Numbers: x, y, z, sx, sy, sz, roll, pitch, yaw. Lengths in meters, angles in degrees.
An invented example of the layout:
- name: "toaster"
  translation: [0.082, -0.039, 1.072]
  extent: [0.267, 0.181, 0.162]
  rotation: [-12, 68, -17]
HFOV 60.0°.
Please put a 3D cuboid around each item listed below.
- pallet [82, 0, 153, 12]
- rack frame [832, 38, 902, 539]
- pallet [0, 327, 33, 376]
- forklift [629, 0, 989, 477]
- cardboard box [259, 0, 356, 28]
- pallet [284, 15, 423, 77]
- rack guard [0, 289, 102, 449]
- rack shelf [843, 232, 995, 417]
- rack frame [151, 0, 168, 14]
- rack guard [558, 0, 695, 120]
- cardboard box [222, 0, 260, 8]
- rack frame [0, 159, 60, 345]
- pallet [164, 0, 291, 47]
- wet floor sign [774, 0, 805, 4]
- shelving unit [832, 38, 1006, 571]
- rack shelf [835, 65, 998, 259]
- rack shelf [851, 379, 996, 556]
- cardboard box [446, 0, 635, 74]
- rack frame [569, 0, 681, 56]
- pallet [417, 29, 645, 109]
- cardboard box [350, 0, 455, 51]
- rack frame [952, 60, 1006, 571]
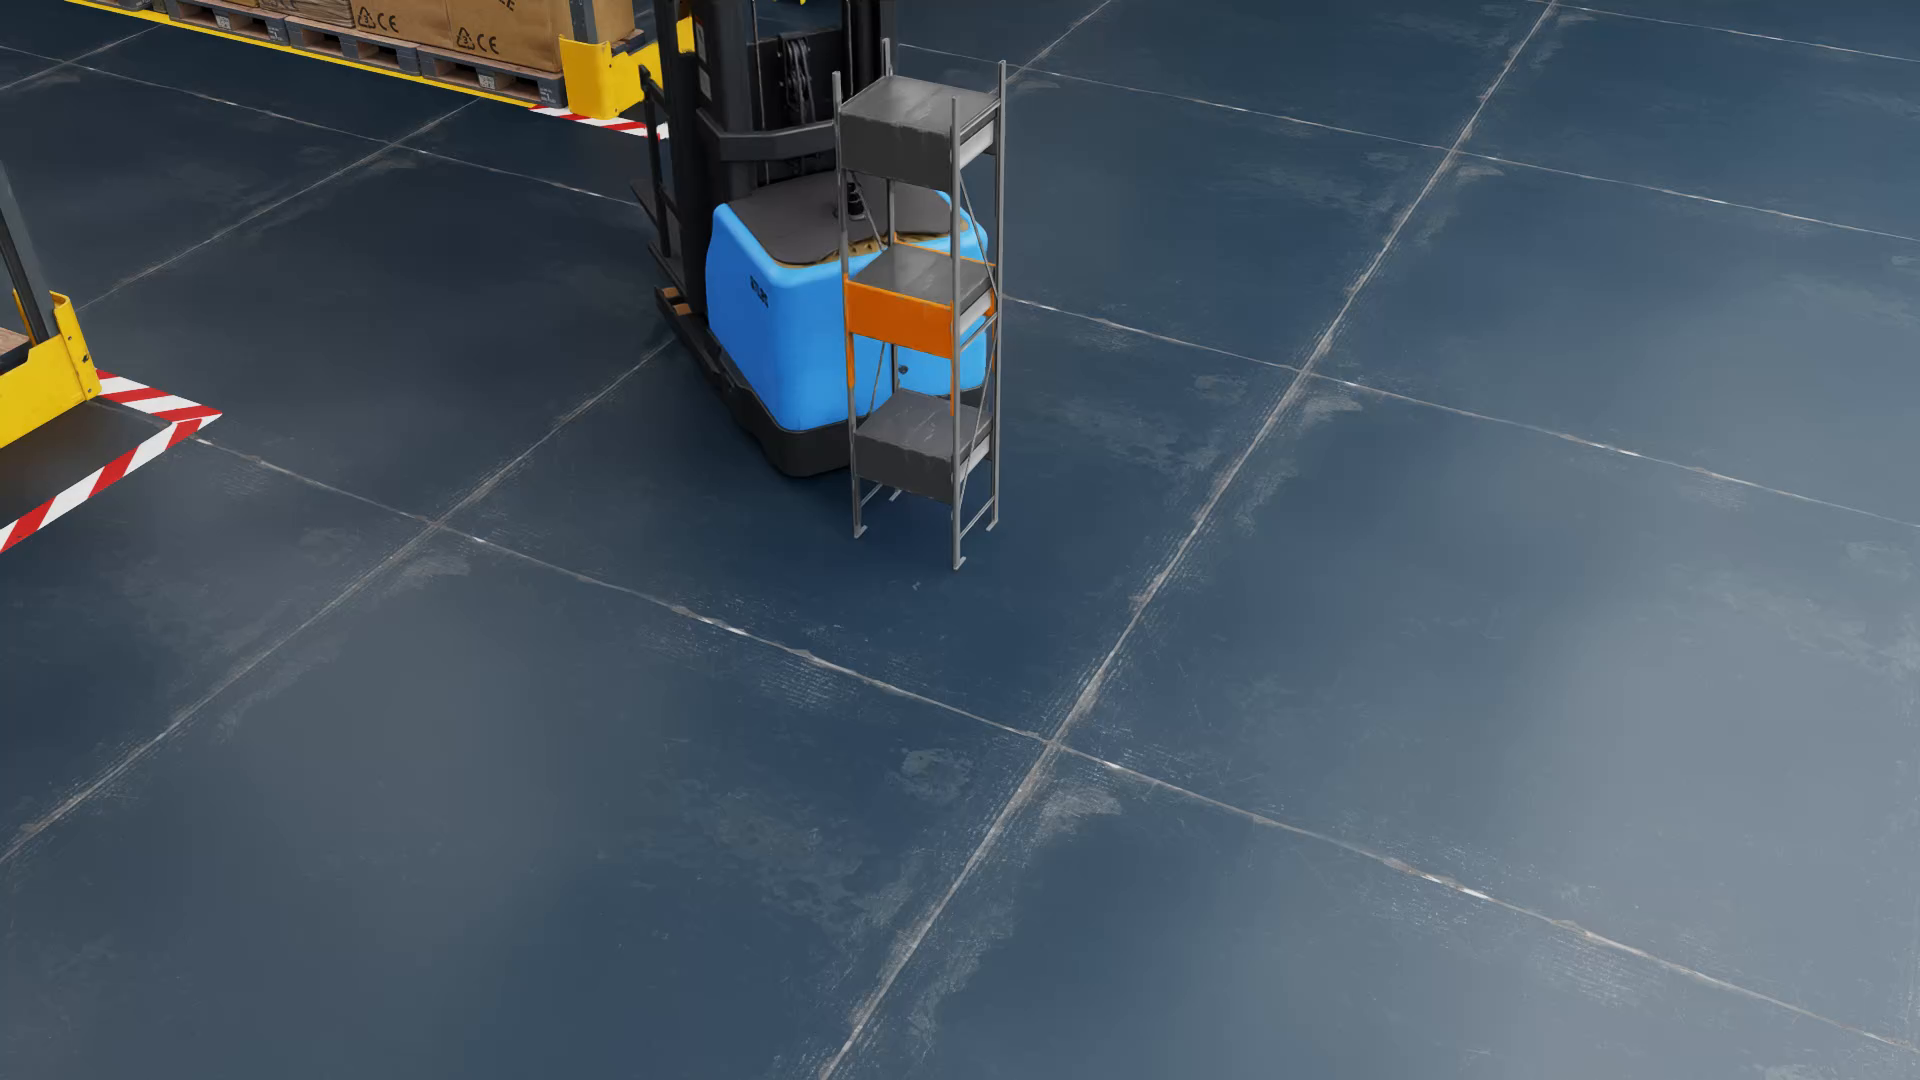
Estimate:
- name: "pallet"
  translation: [-6.476, -4.468, 12.962]
  extent: [1.213, 0.211, 1.003]
  rotation: [17, 41, 21]
- name: "rack frame"
  translation: [-0.364, -0.950, 6.765]
  extent: [0.015, 2.100, 0.400]
  rotation: [17, 41, 21]
- name: "pallet"
  translation: [-5.347, -0.813, 8.146]
  extent: [1.213, 0.211, 1.003]
  rotation: [17, 41, 21]
- name: "forklift"
  translation: [-0.955, -2.336, 7.903]
  extent: [1.130, 2.935, 3.031]
  rotation: [-16, 40, -20]
- name: "cardboard box"
  translation: [-4.428, -4.265, 11.797]
  extent: [0.875, 0.875, 0.875]
  rotation: [18, 41, 22]
- name: "pallet"
  translation: [-4.029, -3.702, 11.953]
  extent: [1.213, 0.211, 1.003]
  rotation: [17, 41, 21]
- name: "rack guard"
  translation: [-4.642, -0.683, 7.737]
  extent: [0.348, 0.500, 1.175]
  rotation: [17, 41, 21]
- name: "rack shelf"
  translation: [-0.147, -0.872, 6.684]
  extent: [0.480, 0.518, 0.431]
  rotation: [17, 41, 21]
- name: "rack frame"
  translation: [-5.756, -5.405, 11.889]
  extent: [0.127, 3.000, 1.000]
  rotation: [17, 41, 21]
- name: "rack guard"
  translation: [-2.183, -3.290, 11.171]
  extent: [0.348, 0.500, 1.175]
  rotation: [17, 41, 21]
- name: "cardboard box"
  translation: [-5.230, -4.513, 12.125]
  extent: [0.875, 0.875, 0.875]
  rotation: [18, 41, 22]
- name: "rack frame"
  translation: [-4.575, -1.658, 6.953]
  extent: [0.127, 3.000, 1.000]
  rotation: [17, 41, 21]
- name: "pallet"
  translation: [-5.117, -4.041, 12.398]
  extent: [1.213, 0.211, 1.003]
  rotation: [17, 41, 21]
- name: "wet floor sign"
  translation: [-1.268, -4.410, 12.526]
  extent: [0.232, 0.644, 0.267]
  rotation: [11, 38, 14]
- name: "shelving unit"
  translation: [-0.147, -0.882, 6.676]
  extent: [0.503, 2.100, 0.431]
  rotation: [17, 41, 21]
- name: "rack shelf"
  translation: [-0.147, -1.429, 6.261]
  extent: [0.480, 0.518, 0.431]
  rotation: [17, 41, 21]
- name: "rack shelf"
  translation: [-0.147, -0.314, 7.107]
  extent: [0.480, 0.518, 0.431]
  rotation: [17, 41, 21]
- name: "cardboard box"
  translation: [-2.837, -3.767, 11.141]
  extent: [0.875, 0.875, 0.875]
  rotation: [18, 41, 22]
- name: "rack frame"
  translation: [-2.204, -4.293, 10.424]
  extent: [0.127, 3.000, 1.000]
  rotation: [17, 41, 21]
- name: "pallet"
  translation: [-2.950, -3.362, 11.505]
  extent: [1.213, 0.211, 1.003]
  rotation: [17, 41, 21]
- name: "cardboard box"
  translation: [-3.619, -4.010, 11.462]
  extent: [0.875, 0.875, 0.875]
  rotation: [17, 40, 21]
- name: "rack frame"
  translation: [0.070, -0.815, 6.586]
  extent: [0.015, 2.100, 0.400]
  rotation: [17, 41, 21]
